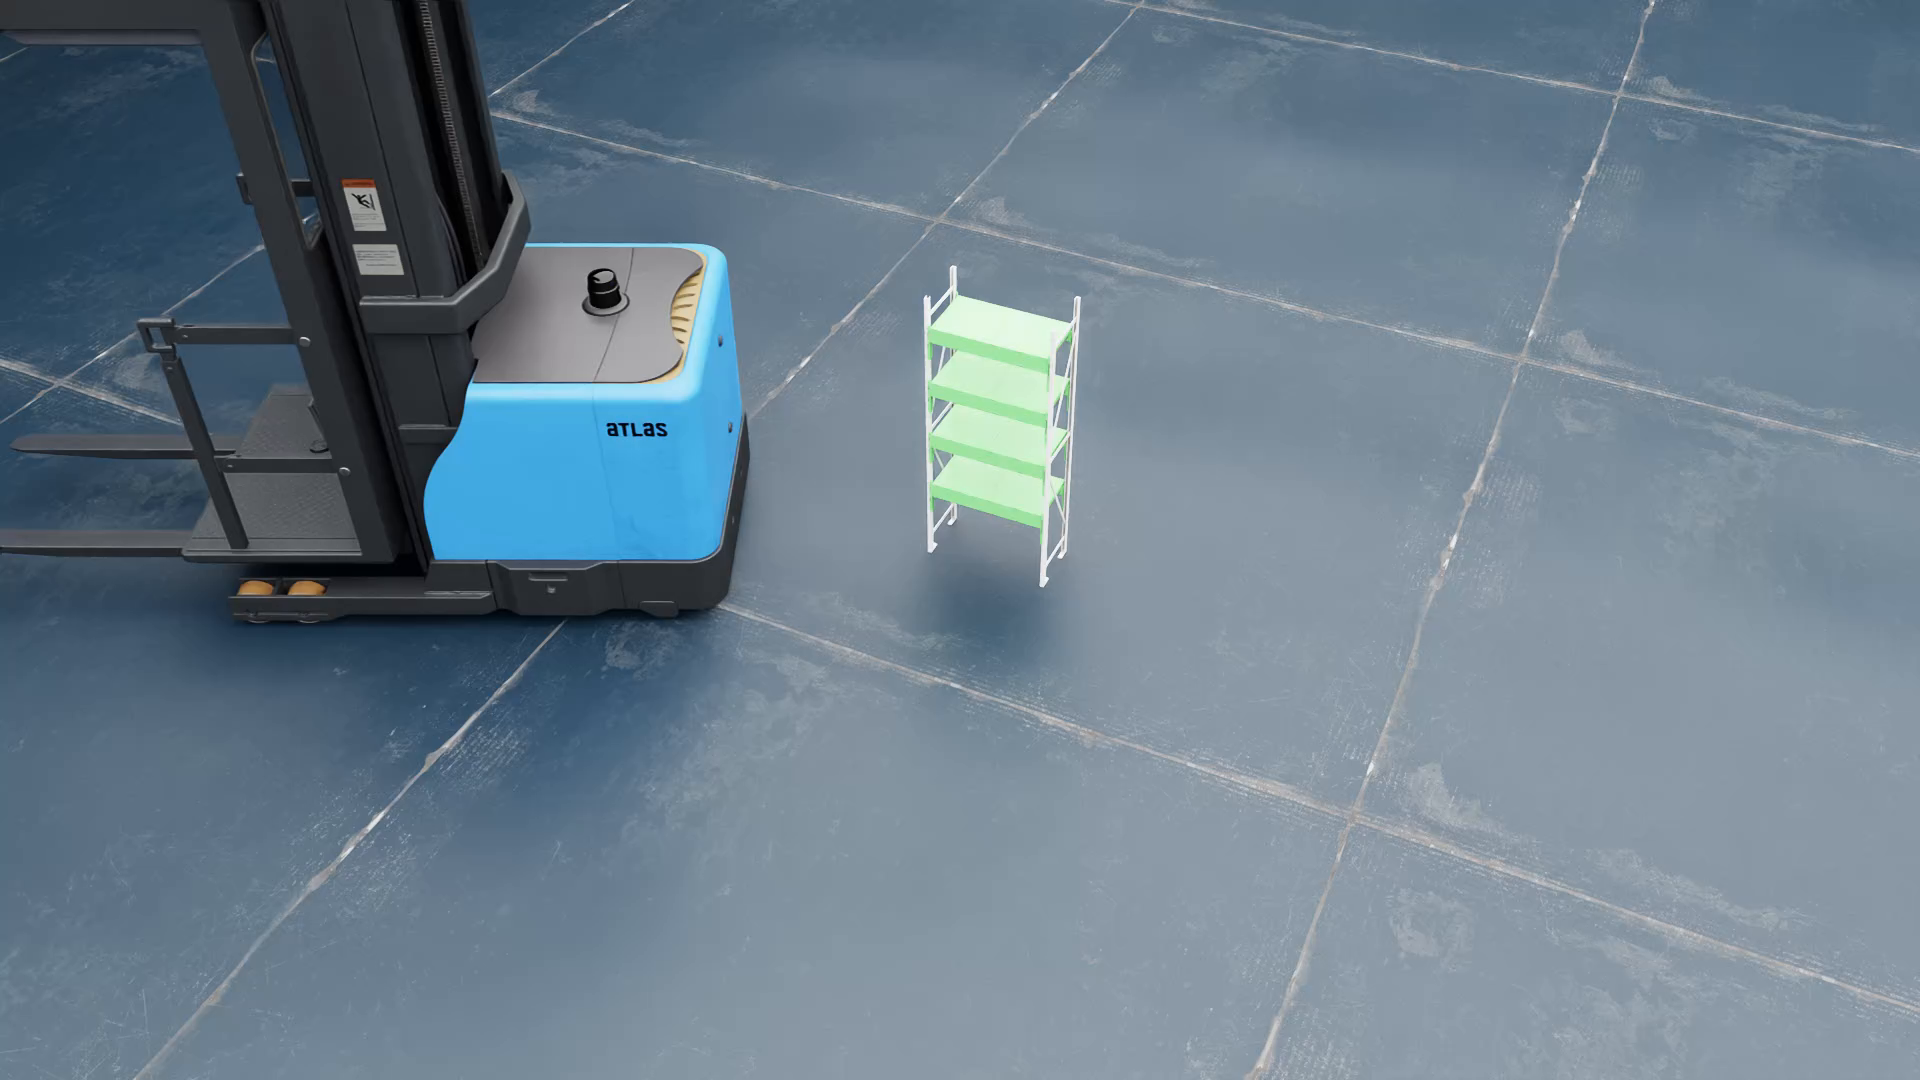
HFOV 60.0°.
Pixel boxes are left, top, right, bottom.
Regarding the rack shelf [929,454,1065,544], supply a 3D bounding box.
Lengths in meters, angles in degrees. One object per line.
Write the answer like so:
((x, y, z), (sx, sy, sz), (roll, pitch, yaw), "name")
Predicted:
((0.150, -0.178, 6.503), (0.480, 0.148, 0.258), (17, 44, 19), "rack shelf")

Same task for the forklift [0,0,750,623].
((-2.405, -1.136, 5.823), (3.031, 2.935, 1.130), (0, 41, 0), "forklift")

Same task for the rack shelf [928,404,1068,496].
((0.150, -0.359, 6.346), (0.480, 0.148, 0.258), (17, 44, 19), "rack shelf")

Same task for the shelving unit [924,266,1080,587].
((0.150, -0.408, 6.304), (0.503, 1.200, 0.258), (17, 44, 19), "shelving unit")

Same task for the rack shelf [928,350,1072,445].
((0.150, -0.541, 6.189), (0.480, 0.148, 0.258), (17, 44, 19), "rack shelf")

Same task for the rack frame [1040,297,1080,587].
((0.371, -0.340, 6.226), (0.015, 1.200, 0.240), (17, 44, 19), "rack frame")

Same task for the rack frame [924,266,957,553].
((-0.071, -0.475, 6.382), (0.015, 1.200, 0.240), (17, 44, 19), "rack frame")

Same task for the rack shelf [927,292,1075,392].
((0.150, -0.722, 6.032), (0.480, 0.148, 0.258), (17, 44, 19), "rack shelf")
